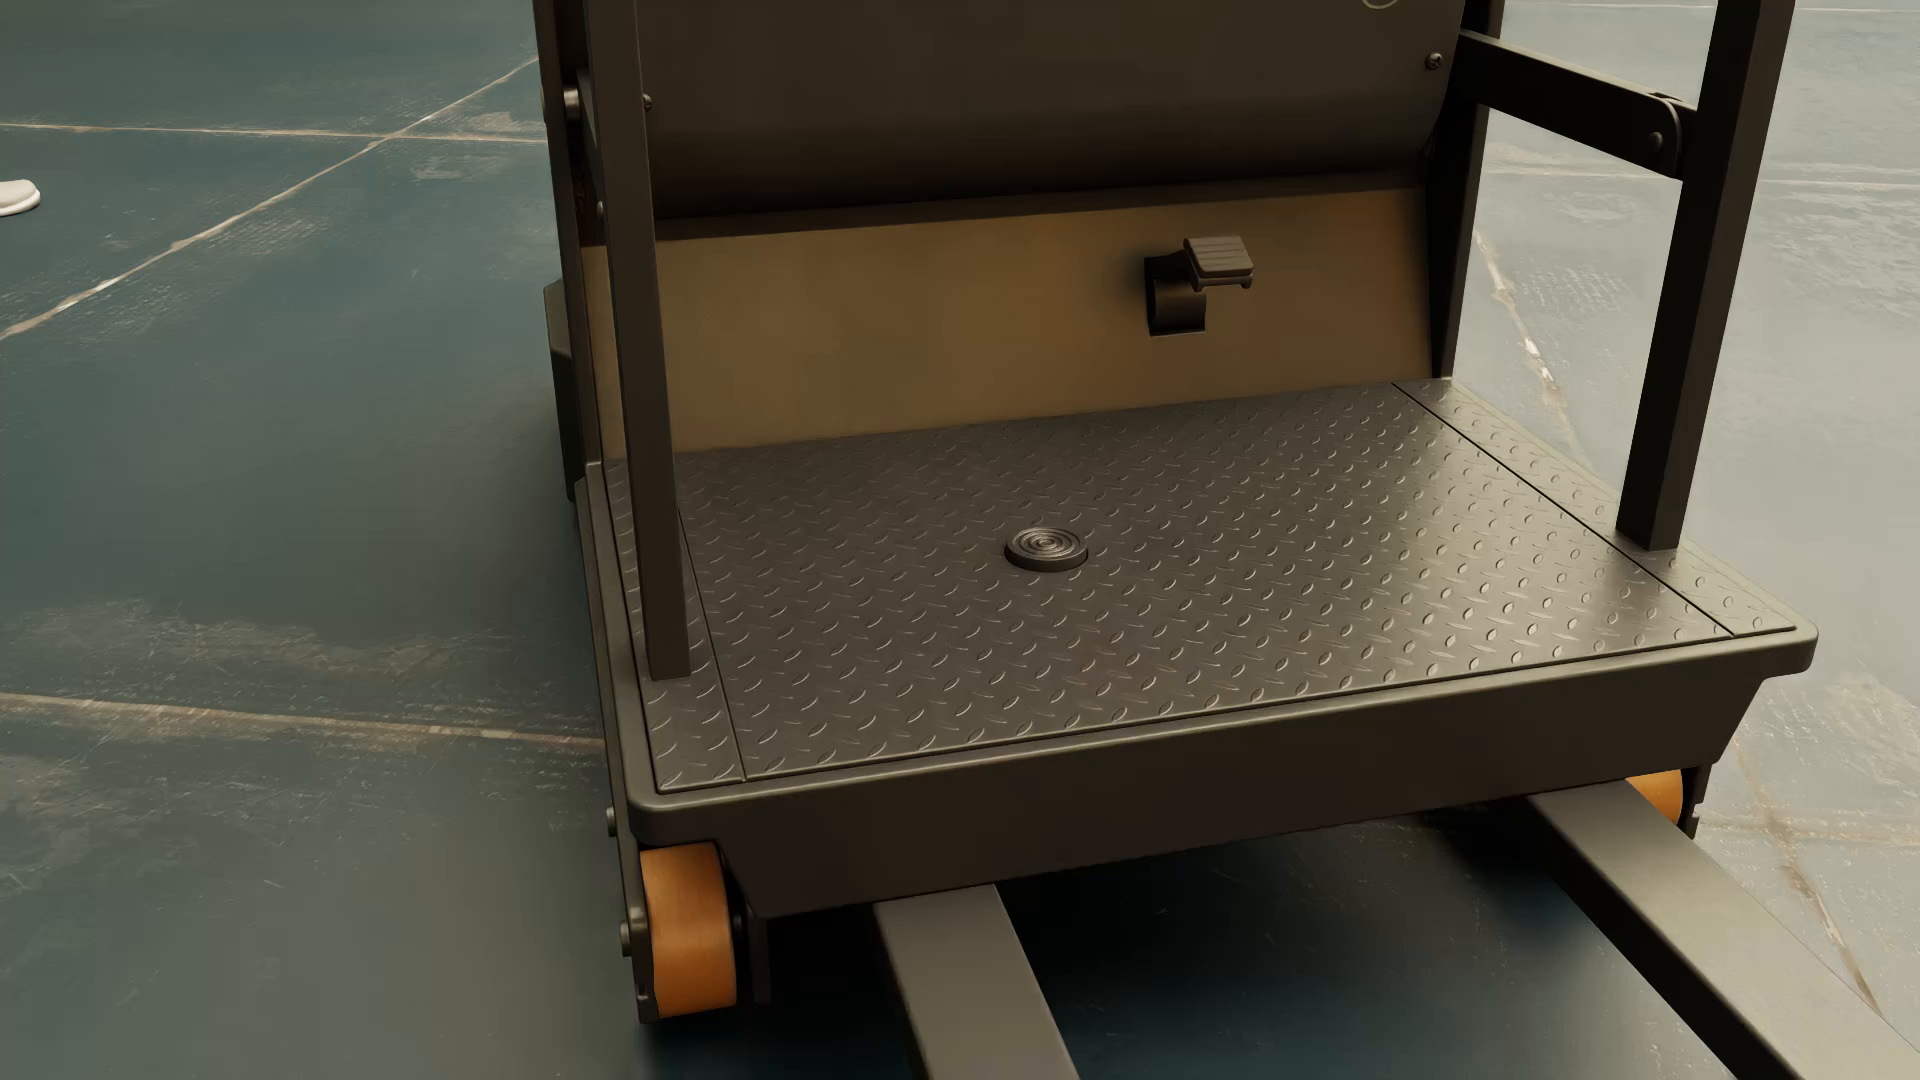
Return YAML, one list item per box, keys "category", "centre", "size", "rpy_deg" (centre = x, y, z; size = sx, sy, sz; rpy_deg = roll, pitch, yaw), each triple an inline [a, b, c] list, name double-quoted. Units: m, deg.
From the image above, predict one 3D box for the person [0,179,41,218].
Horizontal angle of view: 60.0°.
- category: "person"
  centre: [-2.608, -1.590, 3.757]
  size: [0.527, 1.728, 0.389]
  rpy_deg: [12, 29, 22]

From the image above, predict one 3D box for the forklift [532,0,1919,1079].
- category: "forklift"
  centre: [0.153, -1.049, 1.319]
  size: [1.130, 2.935, 3.031]
  rpy_deg: [-7, 27, -13]
